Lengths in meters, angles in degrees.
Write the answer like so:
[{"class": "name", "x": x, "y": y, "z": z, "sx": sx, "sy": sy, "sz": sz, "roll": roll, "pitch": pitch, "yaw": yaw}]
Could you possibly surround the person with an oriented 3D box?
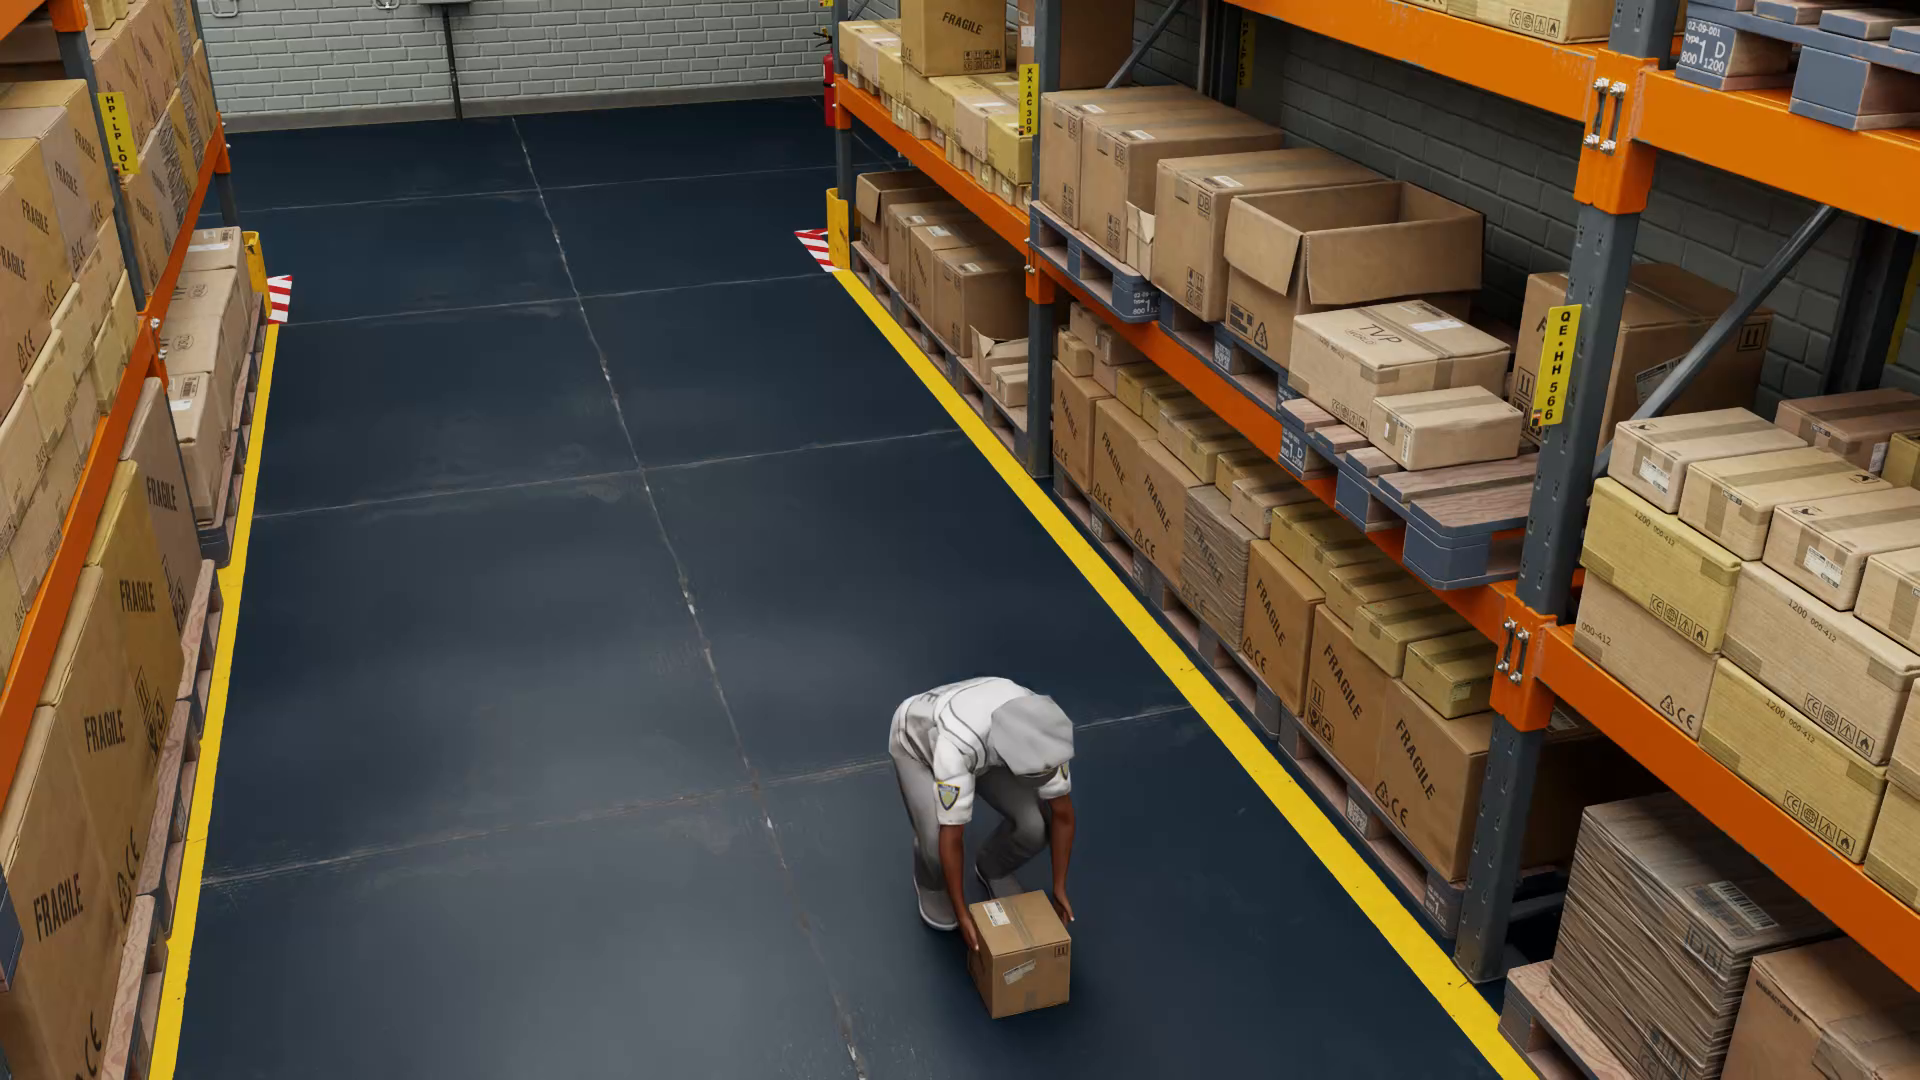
[{"class": "person", "x": 0.077, "y": 0.802, "z": 5.294, "sx": 0.478, "sy": 0.967, "sz": 0.857, "roll": -8, "pitch": 28, "yaw": -16}]
